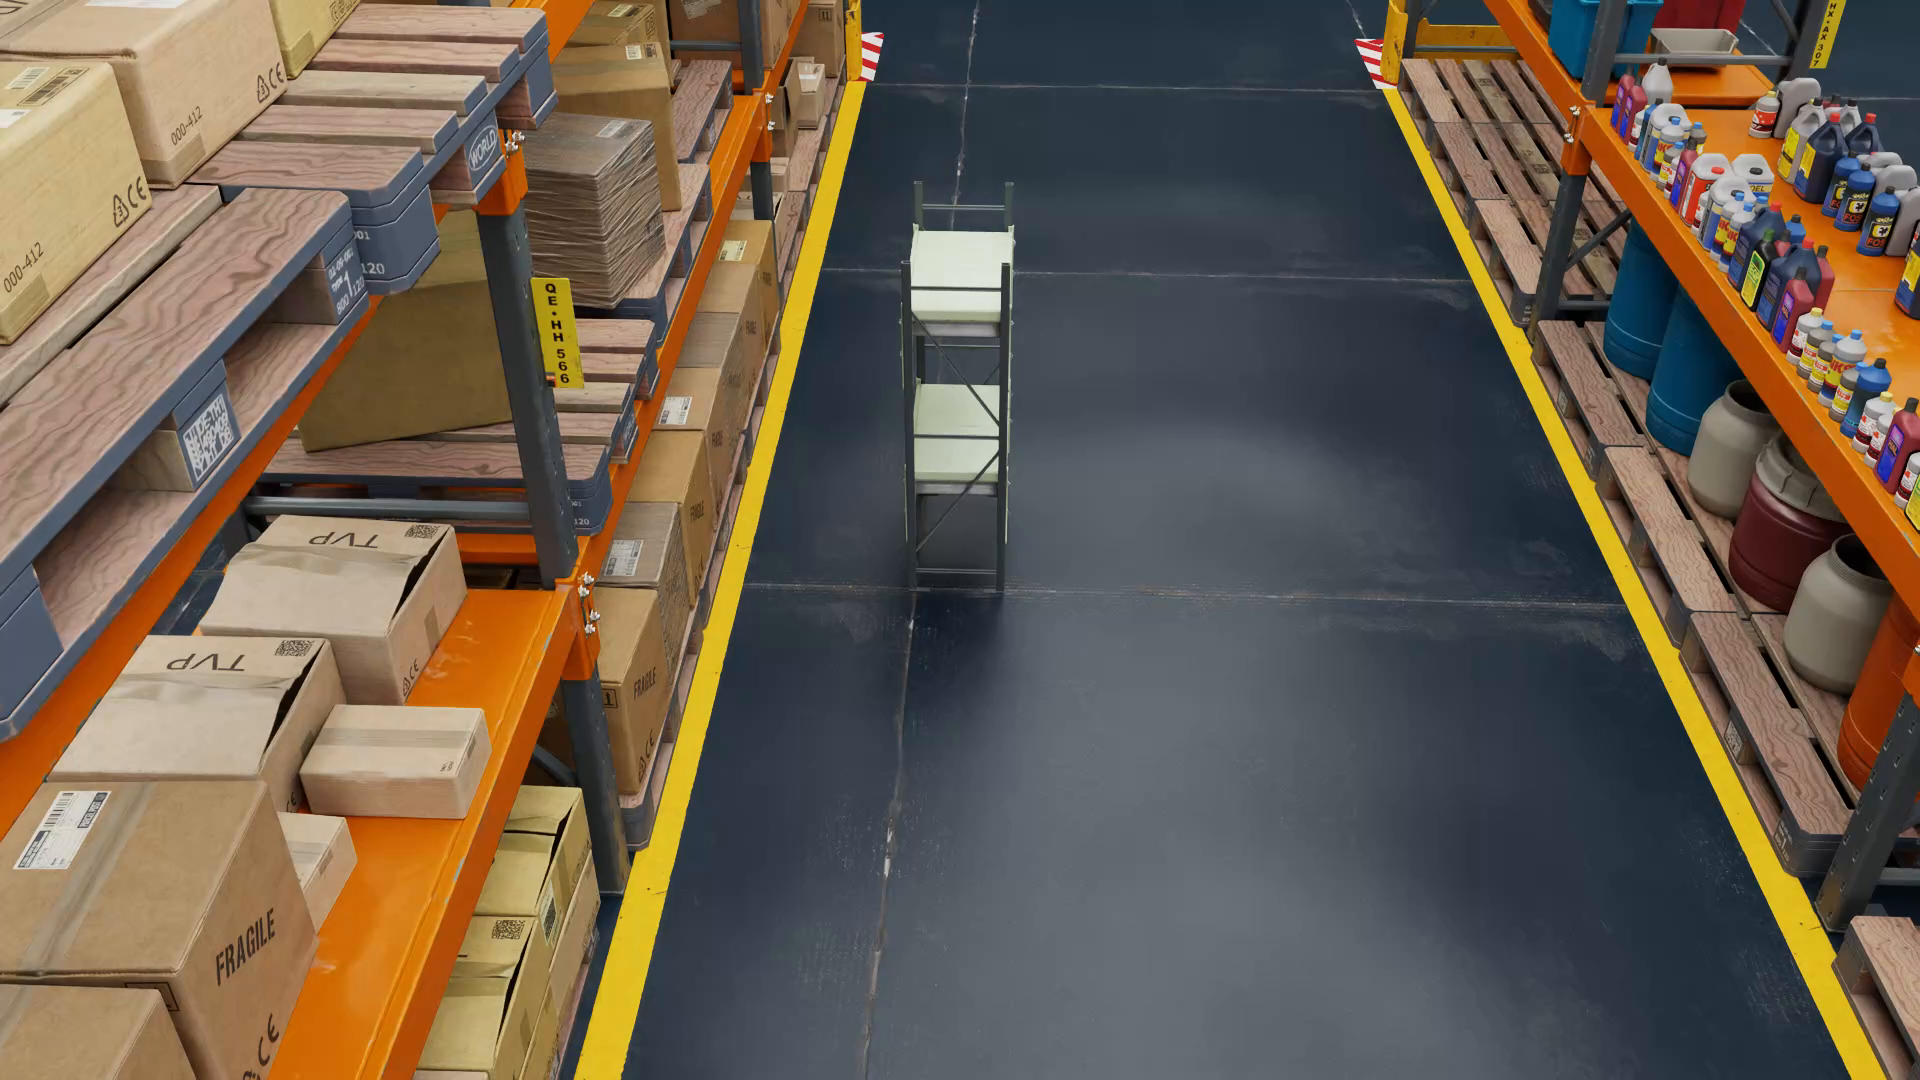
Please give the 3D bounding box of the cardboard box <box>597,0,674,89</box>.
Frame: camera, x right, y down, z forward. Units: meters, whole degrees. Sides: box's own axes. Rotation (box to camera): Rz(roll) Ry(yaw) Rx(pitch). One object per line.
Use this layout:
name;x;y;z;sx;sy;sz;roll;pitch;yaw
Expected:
cardboard box;-1.702;-2.327;7.500;0.700;0.500;0.500;-10;36;-14

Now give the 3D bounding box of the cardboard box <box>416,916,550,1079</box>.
cardboard box;-1.410;1.246;4.407;0.500;0.311;0.500;1;35;1

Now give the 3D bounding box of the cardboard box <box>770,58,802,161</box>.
cardboard box;-1.390;-2.619;10.157;0.797;0.503;0.637;1;35;2

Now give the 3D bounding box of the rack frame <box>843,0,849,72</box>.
rack frame;-1.299;-4.679;11.299;1.000;3.000;0.127;1;35;2

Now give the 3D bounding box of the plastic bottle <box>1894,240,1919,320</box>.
plastic bottle;3.578;-1.002;6.110;0.144;0.351;0.185;1;35;2

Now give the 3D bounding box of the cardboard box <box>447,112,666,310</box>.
cardboard box;-1.480;-1.181;5.870;0.700;0.500;0.500;8;36;11

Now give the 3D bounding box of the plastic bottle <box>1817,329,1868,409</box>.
plastic bottle;2.966;-0.578;5.576;0.097;0.271;0.097;0;35;0

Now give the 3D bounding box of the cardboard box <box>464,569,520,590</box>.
cardboard box;-1.817;0.217;6.124;0.500;0.500;0.500;3;35;4

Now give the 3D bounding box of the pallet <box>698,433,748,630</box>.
pallet;-1.501;-0.069;7.165;1.003;0.211;1.213;1;35;2

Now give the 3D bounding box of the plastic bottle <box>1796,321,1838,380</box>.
plastic bottle;2.974;-0.661;5.755;0.097;0.201;0.097;0;35;0

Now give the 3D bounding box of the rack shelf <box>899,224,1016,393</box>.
rack shelf;0.000;-0.929;6.589;0.431;0.370;0.720;1;35;2

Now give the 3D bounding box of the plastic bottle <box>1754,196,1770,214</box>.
plastic bottle;3.169;-1.269;6.619;0.097;0.201;0.097;0;35;0

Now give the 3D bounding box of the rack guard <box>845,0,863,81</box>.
rack guard;-1.302;-3.613;11.956;1.175;0.500;0.348;1;35;2

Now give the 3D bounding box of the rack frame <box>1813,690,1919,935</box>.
rack frame;3.329;0.034;4.594;1.000;3.000;0.127;1;35;2

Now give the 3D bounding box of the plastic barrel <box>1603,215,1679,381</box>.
plastic barrel;3.451;-1.266;7.902;0.600;0.901;0.708;1;35;2

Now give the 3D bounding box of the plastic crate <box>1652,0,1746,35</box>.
plastic crate;3.776;-2.823;8.550;0.402;0.464;0.583;1;35;2

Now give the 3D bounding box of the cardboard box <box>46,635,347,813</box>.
cardboard box;-1.850;0.463;4.060;0.500;0.311;0.500;1;35;1

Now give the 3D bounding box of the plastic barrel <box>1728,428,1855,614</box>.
plastic barrel;3.377;-0.082;6.490;0.600;0.588;0.708;1;35;2

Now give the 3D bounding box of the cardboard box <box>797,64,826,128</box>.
cardboard box;-1.143;-2.871;10.735;0.500;0.250;0.500;1;35;2

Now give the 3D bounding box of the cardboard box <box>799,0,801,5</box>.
cardboard box;-1.127;-3.290;9.236;0.500;0.500;0.500;1;35;2

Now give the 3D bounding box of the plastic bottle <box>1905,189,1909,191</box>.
plastic bottle;3.779;-1.305;6.671;0.097;0.201;0.097;0;35;0

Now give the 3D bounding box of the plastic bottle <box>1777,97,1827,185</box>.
plastic bottle;3.635;-1.712;7.120;0.144;0.351;0.185;1;35;2

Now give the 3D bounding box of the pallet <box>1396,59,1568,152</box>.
pallet;3.578;-2.949;11.262;1.003;0.211;1.213;1;35;2

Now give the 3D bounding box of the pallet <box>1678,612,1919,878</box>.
pallet;3.319;0.720;6.041;1.003;0.211;1.213;1;35;2

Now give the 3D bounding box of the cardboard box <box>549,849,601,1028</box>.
cardboard box;-1.398;1.178;4.991;0.500;0.250;0.500;2;35;3

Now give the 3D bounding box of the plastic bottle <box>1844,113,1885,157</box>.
plastic bottle;3.772;-1.603;6.964;0.144;0.351;0.185;1;35;2

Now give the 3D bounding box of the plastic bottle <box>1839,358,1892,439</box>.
plastic bottle;2.959;-0.466;5.417;0.097;0.271;0.097;0;35;0

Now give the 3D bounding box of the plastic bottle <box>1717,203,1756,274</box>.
plastic bottle;3.008;-1.168;6.415;0.097;0.271;0.097;0;35;0

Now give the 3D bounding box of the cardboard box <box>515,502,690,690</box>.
cardboard box;-1.301;0.204;6.143;0.500;0.500;0.500;0;35;0

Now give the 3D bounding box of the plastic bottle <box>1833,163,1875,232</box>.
plastic bottle;3.631;-1.393;6.736;0.097;0.271;0.097;0;35;0

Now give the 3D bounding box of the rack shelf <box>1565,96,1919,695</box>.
rack shelf;3.409;-0.821;6.435;1.077;0.370;4.000;1;35;2

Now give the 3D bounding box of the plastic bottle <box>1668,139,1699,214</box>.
plastic bottle;3.013;-1.506;6.885;0.061;0.283;0.133;1;35;2

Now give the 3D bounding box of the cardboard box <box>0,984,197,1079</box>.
cardboard box;-1.693;1.143;2.928;0.500;0.500;0.500;1;35;2

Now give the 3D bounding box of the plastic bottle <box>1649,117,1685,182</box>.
plastic bottle;3.043;-1.679;7.142;0.097;0.271;0.097;0;35;0

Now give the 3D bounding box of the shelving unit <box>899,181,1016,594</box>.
shelving unit;0.000;-0.610;6.813;0.431;1.500;0.755;1;35;2

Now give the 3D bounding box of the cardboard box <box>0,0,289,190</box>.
cardboard box;-1.585;-0.857;3.017;0.500;0.250;0.500;2;35;3

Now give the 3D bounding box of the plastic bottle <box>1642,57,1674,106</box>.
plastic bottle;3.150;-2.026;7.568;0.144;0.351;0.185;1;35;2

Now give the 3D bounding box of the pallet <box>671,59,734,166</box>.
pallet;-1.601;-1.846;7.435;1.003;0.211;1.213;1;35;2

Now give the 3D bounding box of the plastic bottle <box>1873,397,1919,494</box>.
plastic bottle;2.928;-0.294;5.160;0.061;0.283;0.133;1;35;2

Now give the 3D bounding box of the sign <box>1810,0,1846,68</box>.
sign;4.039;-2.364;7.764;0.100;0.325;0.005;1;35;2

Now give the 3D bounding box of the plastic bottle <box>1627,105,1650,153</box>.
plastic bottle;3.057;-1.839;7.431;0.097;0.201;0.097;0;35;0

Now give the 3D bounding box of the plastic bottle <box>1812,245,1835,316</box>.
plastic bottle;3.116;-0.921;6.053;0.061;0.283;0.133;1;35;2

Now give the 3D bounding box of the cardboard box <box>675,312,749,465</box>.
cardboard box;-1.242;-0.676;7.395;0.500;0.500;0.500;2;35;2

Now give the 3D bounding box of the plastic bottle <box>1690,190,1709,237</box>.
plastic bottle;3.021;-1.328;6.704;0.097;0.201;0.097;0;35;0

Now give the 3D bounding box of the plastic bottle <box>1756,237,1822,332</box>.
plastic bottle;3.013;-0.936;6.016;0.144;0.351;0.185;1;35;2

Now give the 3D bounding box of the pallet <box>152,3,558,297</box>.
pallet;-1.558;-0.841;3.394;1.213;0.211;1.003;3;35;4

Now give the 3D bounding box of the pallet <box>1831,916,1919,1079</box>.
pallet;3.259;1.619;4.763;1.003;0.211;1.213;1;35;2

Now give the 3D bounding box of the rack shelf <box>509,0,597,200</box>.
rack shelf;-1.540;-2.165;5.739;1.077;0.370;4.000;1;35;2

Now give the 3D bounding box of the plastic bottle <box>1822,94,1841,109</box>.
plastic bottle;3.833;-1.849;7.374;0.061;0.283;0.133;1;35;2

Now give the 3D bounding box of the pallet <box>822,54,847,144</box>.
pallet;-1.333;-3.037;11.387;1.003;0.211;1.213;1;35;2
